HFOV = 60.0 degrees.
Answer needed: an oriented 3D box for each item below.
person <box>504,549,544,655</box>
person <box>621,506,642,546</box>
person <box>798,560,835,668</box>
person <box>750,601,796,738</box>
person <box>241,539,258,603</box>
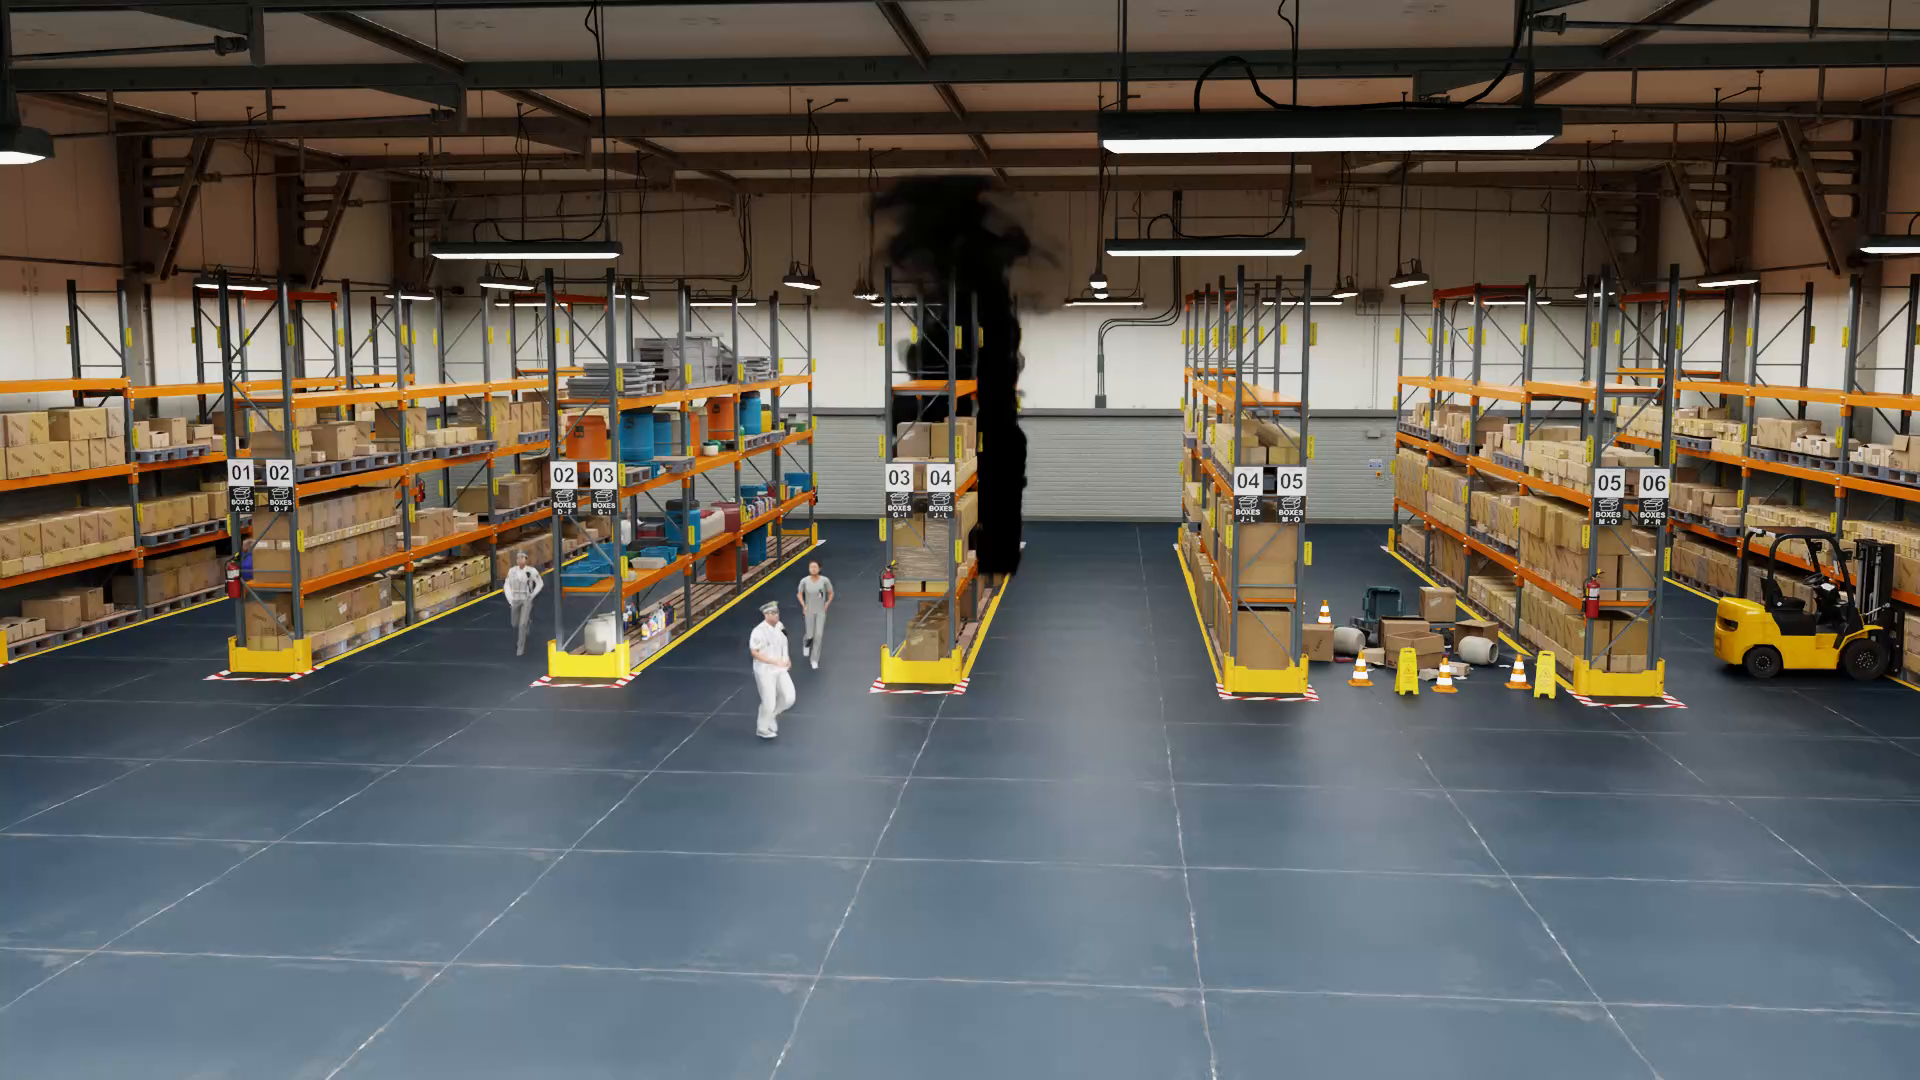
[{"bbox_3d":[-7.001,0.967,26.687,0.623,1.670,0.784,1,7,5],"label":"person"},{"bbox_3d":[-6.580,0.130,33.358,0.624,1.658,0.746,0,7,-2],"label":"person"},{"bbox_3d":[-2.205,1.113,25.497,0.565,1.643,0.620,-1,7,-6],"label":"person"},{"bbox_3d":[-2.302,1.612,20.770,0.608,1.735,0.706,5,9,38],"label":"person"},{"bbox_3d":[-12.077,0.788,28.187,0.574,1.602,0.587,0,7,-1],"label":"person"}]
